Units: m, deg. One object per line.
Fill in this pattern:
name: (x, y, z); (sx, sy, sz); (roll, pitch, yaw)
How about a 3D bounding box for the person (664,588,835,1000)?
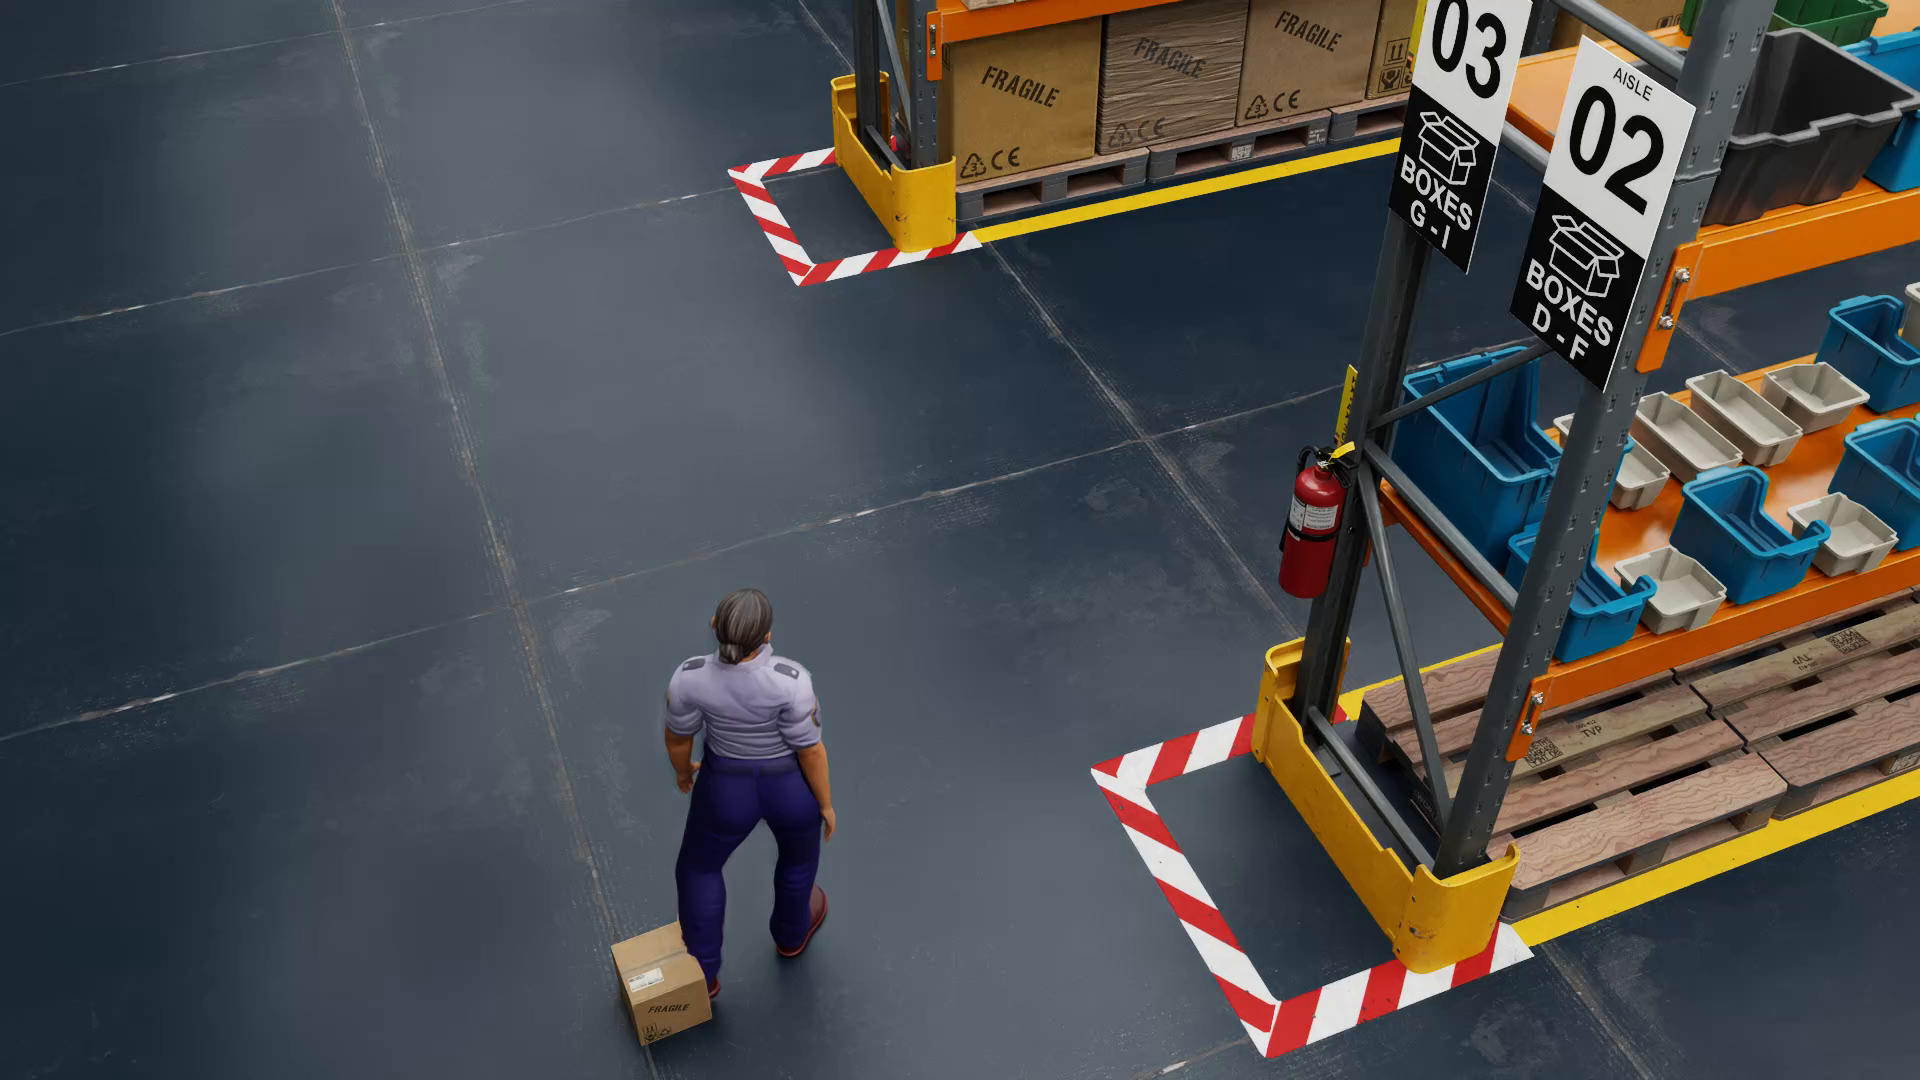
person: (-0.742, 0.823, 5.258); (0.692, 1.635, 0.513); (0, 42, 0)
